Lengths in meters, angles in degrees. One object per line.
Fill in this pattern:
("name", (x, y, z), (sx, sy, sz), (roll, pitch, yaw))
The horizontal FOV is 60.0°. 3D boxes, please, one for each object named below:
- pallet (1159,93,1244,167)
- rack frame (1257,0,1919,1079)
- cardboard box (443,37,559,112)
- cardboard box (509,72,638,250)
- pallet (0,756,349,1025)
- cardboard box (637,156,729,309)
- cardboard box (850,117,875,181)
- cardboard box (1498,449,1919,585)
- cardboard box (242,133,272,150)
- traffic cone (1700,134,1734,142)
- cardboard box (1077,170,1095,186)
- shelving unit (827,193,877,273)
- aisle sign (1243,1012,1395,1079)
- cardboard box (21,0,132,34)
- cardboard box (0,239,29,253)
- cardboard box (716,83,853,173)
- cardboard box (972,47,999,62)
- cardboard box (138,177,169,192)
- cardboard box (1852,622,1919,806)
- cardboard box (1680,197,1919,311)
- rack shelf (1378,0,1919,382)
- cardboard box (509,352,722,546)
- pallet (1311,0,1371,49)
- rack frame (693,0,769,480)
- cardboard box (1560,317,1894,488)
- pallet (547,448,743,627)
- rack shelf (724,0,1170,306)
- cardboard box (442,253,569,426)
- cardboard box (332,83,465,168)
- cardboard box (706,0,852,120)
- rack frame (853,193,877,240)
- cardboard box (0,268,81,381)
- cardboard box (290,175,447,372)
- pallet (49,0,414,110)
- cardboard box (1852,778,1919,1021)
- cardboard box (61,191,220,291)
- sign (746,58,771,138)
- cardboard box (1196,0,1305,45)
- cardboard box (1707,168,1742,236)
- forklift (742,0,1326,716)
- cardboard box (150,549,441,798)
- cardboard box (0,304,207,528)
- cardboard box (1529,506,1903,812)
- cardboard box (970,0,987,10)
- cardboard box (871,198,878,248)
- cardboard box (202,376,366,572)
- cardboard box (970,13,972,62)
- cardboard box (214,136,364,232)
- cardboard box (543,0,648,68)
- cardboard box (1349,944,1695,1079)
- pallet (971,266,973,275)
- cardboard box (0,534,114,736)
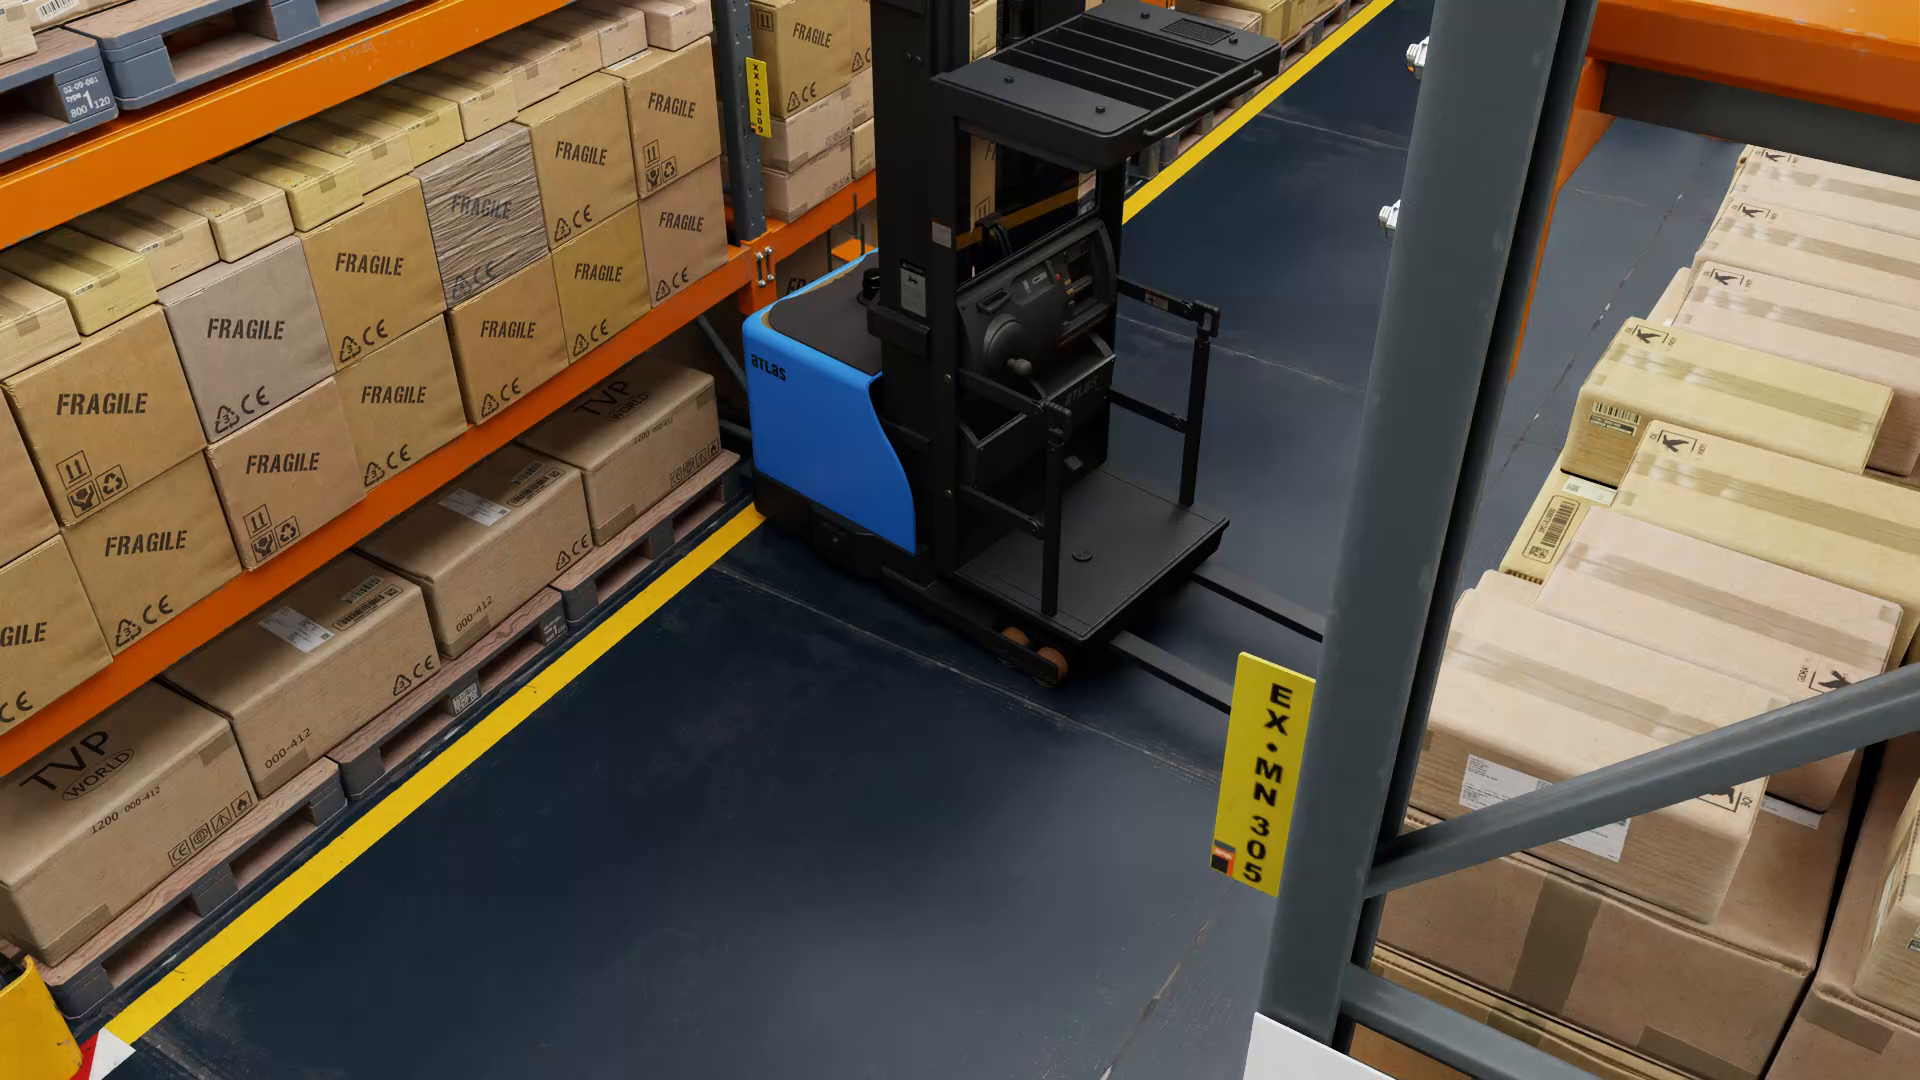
("pallet", (1.258, -2.999, 11.468), (1.003, 0.211, 1.213), (21, 42, 25))
("rack frame", (0.785, -0.386, 0.880), (1.000, 3.000, 0.127), (21, 42, 25))
("cardboard box", (-1.697, -1.707, 6.075), (0.380, 0.149, 0.250), (21, 42, 25))
("cardboard box", (-1.604, -1.482, 6.315), (0.500, 0.500, 0.500), (21, 42, 24))
("pallet", (-3.086, 1.089, 6.164), (1.003, 0.211, 1.213), (21, 42, 25))
("cardboard box", (-1.338, -1.356, 6.970), (0.500, 0.500, 0.500), (22, 43, 26))
("cardboard box", (-0.571, -1.988, 7.994), (0.500, 0.250, 0.500), (20, 42, 24))
("cardboard box", (1.090, 0.079, 2.448), (0.500, 0.250, 0.500), (20, 42, 24))
("cardboard box", (-2.526, -1.475, 5.774), (0.380, 0.149, 0.250), (21, 42, 25))
("traffic cone", (5.221, -2.994, 11.255), (0.336, 0.463, 0.334), (21, 42, 25))
("cardboard box", (0.397, -2.697, 10.188), (0.875, 0.875, 0.875), (21, 42, 25))
("shelving unit", (-0.485, -1.084, 8.119), (0.258, 1.200, 0.189), (29, 47, 29))
("aisle sign", (0.493, 0.900, 1.997), (0.394, 0.787, 0.004), (21, 42, 25))
("cardboard box", (-2.604, -1.691, 4.677), (0.500, 0.311, 0.500), (22, 43, 26))
("cardboard box", (-3.073, -0.936, 5.075), (0.380, 0.149, 0.250), (22, 43, 26))
("cardboard box", (-0.832, -1.912, 7.487), (0.500, 0.250, 0.500), (20, 42, 24))
("cardboard box", (-0.007, -2.501, 8.661), (0.500, 0.250, 0.500), (20, 42, 24))
("cardboard box", (-2.788, -1.196, 5.412), (0.380, 0.149, 0.250), (22, 43, 26))
("cardboard box", (1.519, 0.253, 2.222), (0.500, 0.250, 0.500), (21, 42, 25))
("cardboard box", (1.428, -0.412, 2.757), (0.380, 0.149, 0.250), (22, 43, 26))
("rack shelf", (1.857, -1.131, 2.438), (1.077, 0.370, 4.000), (21, 42, 25))
("cardboard box", (-1.732, -0.502, 7.699), (0.875, 0.438, 0.875), (21, 42, 24))
("pallet", (2.565, -4.257, 13.100), (1.003, 0.211, 1.213), (21, 42, 25))
("rack frame", (-1.305, -1.639, 7.420), (1.000, 3.000, 0.127), (21, 42, 25))
("cardboard box", (1.117, -0.161, 2.432), (0.380, 0.149, 0.250), (22, 43, 26))
("pallet", (-1.779, -0.168, 7.796), (1.003, 0.211, 1.213), (21, 42, 25))
("rack shelf", (-0.234, -2.385, 8.977), (1.077, 0.370, 4.000), (21, 42, 25))
("cardboard box", (-1.866, -0.825, 6.282), (0.500, 0.500, 0.500), (21, 42, 24))
("cardboard box", (-1.940, -1.430, 5.717), (0.380, 0.149, 0.250), (20, 42, 24))
("cardboard box", (-0.827, -2.208, 7.256), (0.500, 0.500, 0.500), (22, 43, 26))
("rack frame", (-0.426, -1.128, 8.174), (0.240, 1.200, 0.006), (29, 47, 29))
("cardboard box", (-2.708, -0.617, 4.661), (0.380, 0.149, 0.250), (23, 43, 26))
("cardboard box", (-2.144, -0.961, 5.639), (0.500, 0.500, 0.500), (21, 42, 25))
("pallet", (-2.407, -1.747, 5.176), (1.003, 0.211, 1.213), (21, 42, 25))
("cardboard box", (1.151, 0.413, 1.687), (0.380, 0.149, 0.250), (21, 42, 25))
("cardboard box", (-2.486, -0.911, 5.043), (0.380, 0.149, 0.250), (22, 43, 26))
("sign", (-0.836, -1.833, 6.897), (0.100, 0.325, 0.005), (21, 42, 25))
("cardboard box", (1.948, -3.887, 12.144), (0.950, 0.372, 0.625), (23, 43, 27))
("cardboard box", (1.647, -0.441, 3.122), (0.500, 0.250, 0.500), (19, 42, 23))
("forklift", (0.479, -0.912, 6.533), (3.031, 2.935, 1.130), (27, 45, 31))
("cardboard box", (-2.696, 0.424, 6.498), (0.875, 0.438, 0.875), (22, 43, 26))
("cardboard box", (-2.680, -0.436, 4.957), (0.500, 0.500, 0.500), (20, 42, 24))
("cardboard box", (0.912, 0.136, 2.047), (0.380, 0.149, 0.250), (22, 43, 26))
("cardboard box", (-0.035, -3.005, 8.291), (0.500, 0.500, 0.500), (20, 42, 24))
("cardboard box", (-0.563, -1.778, 8.996), (0.875, 0.875, 0.875), (22, 43, 26))
("cardboard box", (-2.414, -0.297, 5.596), (0.500, 0.500, 0.500), (21, 42, 25))
("cardboard box", (-0.283, -2.442, 8.174), (0.500, 0.250, 0.500), (22, 43, 26))
("cardboard box", (-2.158, -1.148, 5.350), (0.380, 0.149, 0.250), (20, 42, 24))
("cardboard box", (-1.435, -1.968, 6.414), (0.380, 0.149, 0.250), (22, 43, 26))
("cardboard box", (0.806, 0.540, 2.258), (0.500, 0.250, 0.500), (20, 42, 24))
("pallet", (-0.303, -1.589, 9.638), (1.003, 0.211, 1.213), (21, 42, 25))
("cardboard box", (-2.949, 0.230, 4.913), (0.500, 0.500, 0.500), (21, 42, 25))
